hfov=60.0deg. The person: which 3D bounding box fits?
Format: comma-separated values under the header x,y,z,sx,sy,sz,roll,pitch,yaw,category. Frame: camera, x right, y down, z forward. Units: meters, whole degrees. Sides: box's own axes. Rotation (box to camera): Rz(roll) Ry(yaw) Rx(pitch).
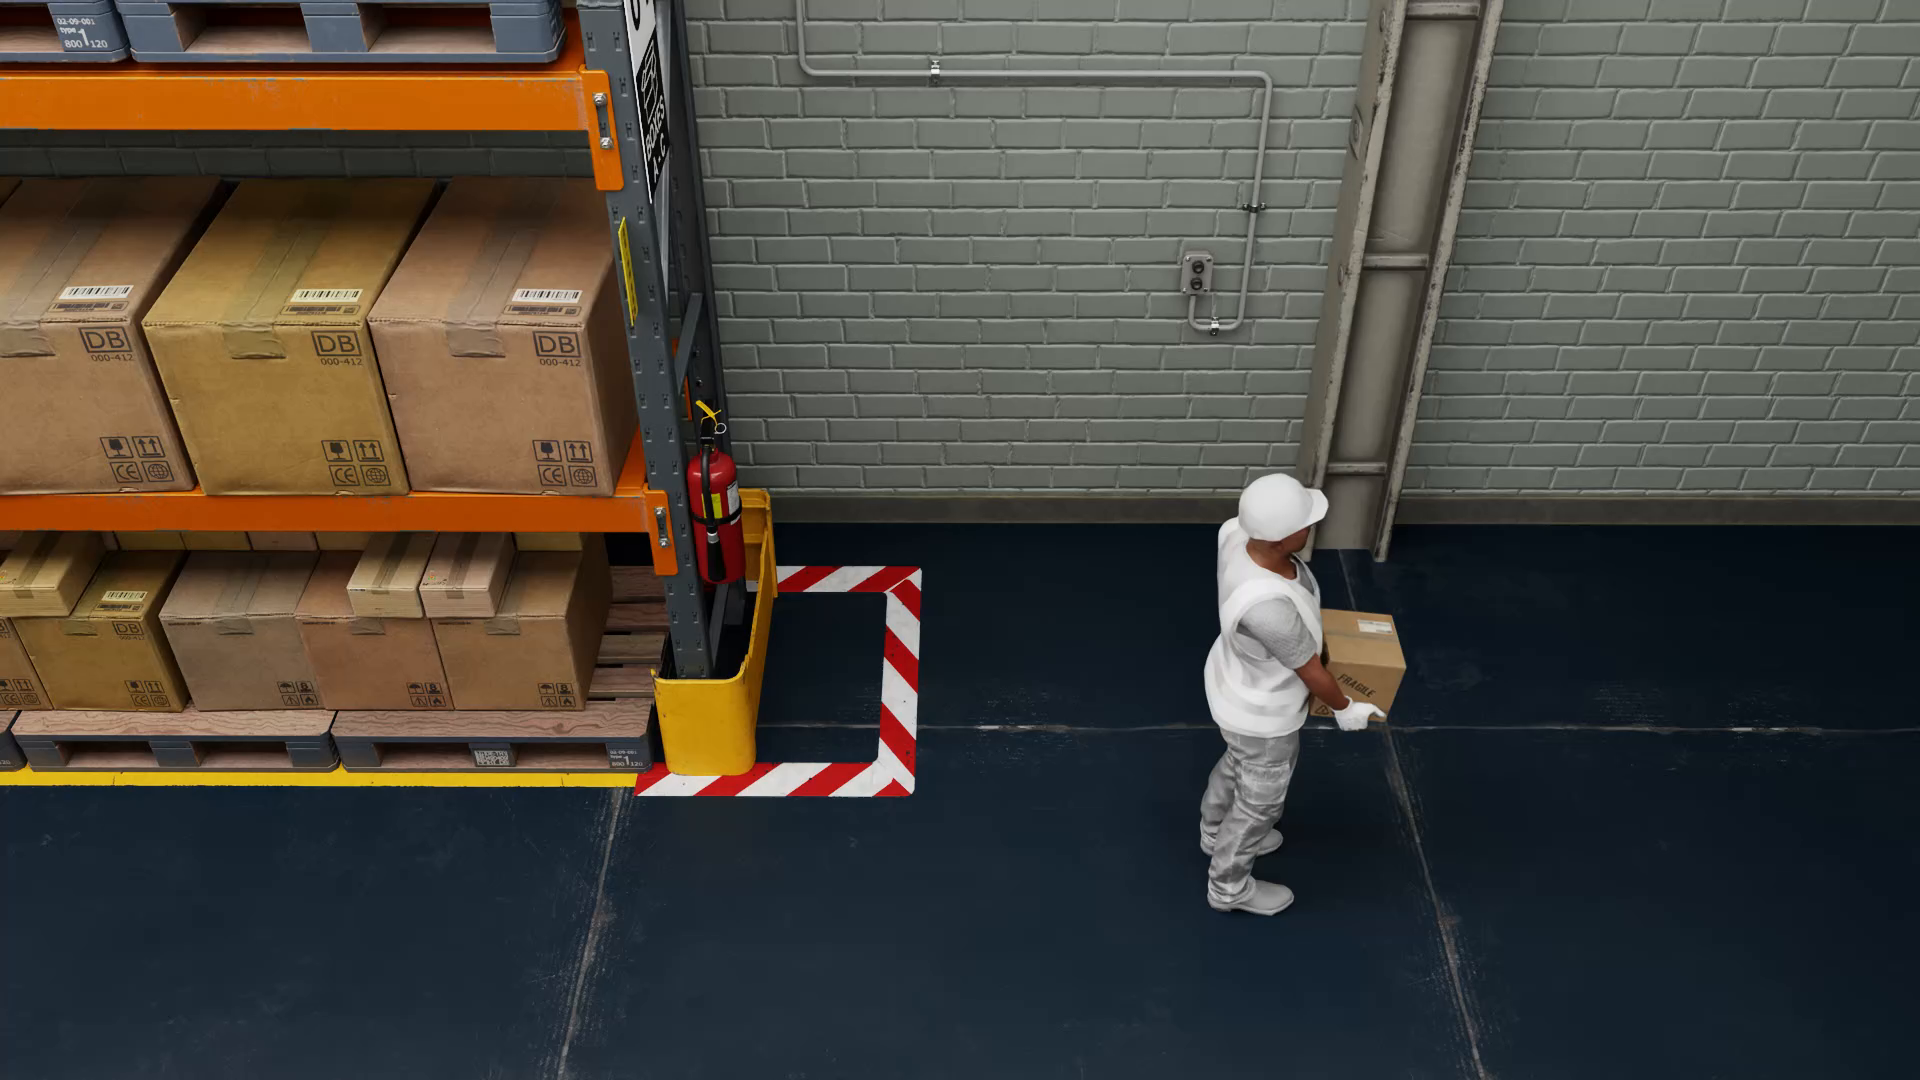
x,y,z,sx,sy,sz,roll,pitch,yaw,category
1.092,0.513,5.512,0.567,1.780,0.488,1,39,1,person
